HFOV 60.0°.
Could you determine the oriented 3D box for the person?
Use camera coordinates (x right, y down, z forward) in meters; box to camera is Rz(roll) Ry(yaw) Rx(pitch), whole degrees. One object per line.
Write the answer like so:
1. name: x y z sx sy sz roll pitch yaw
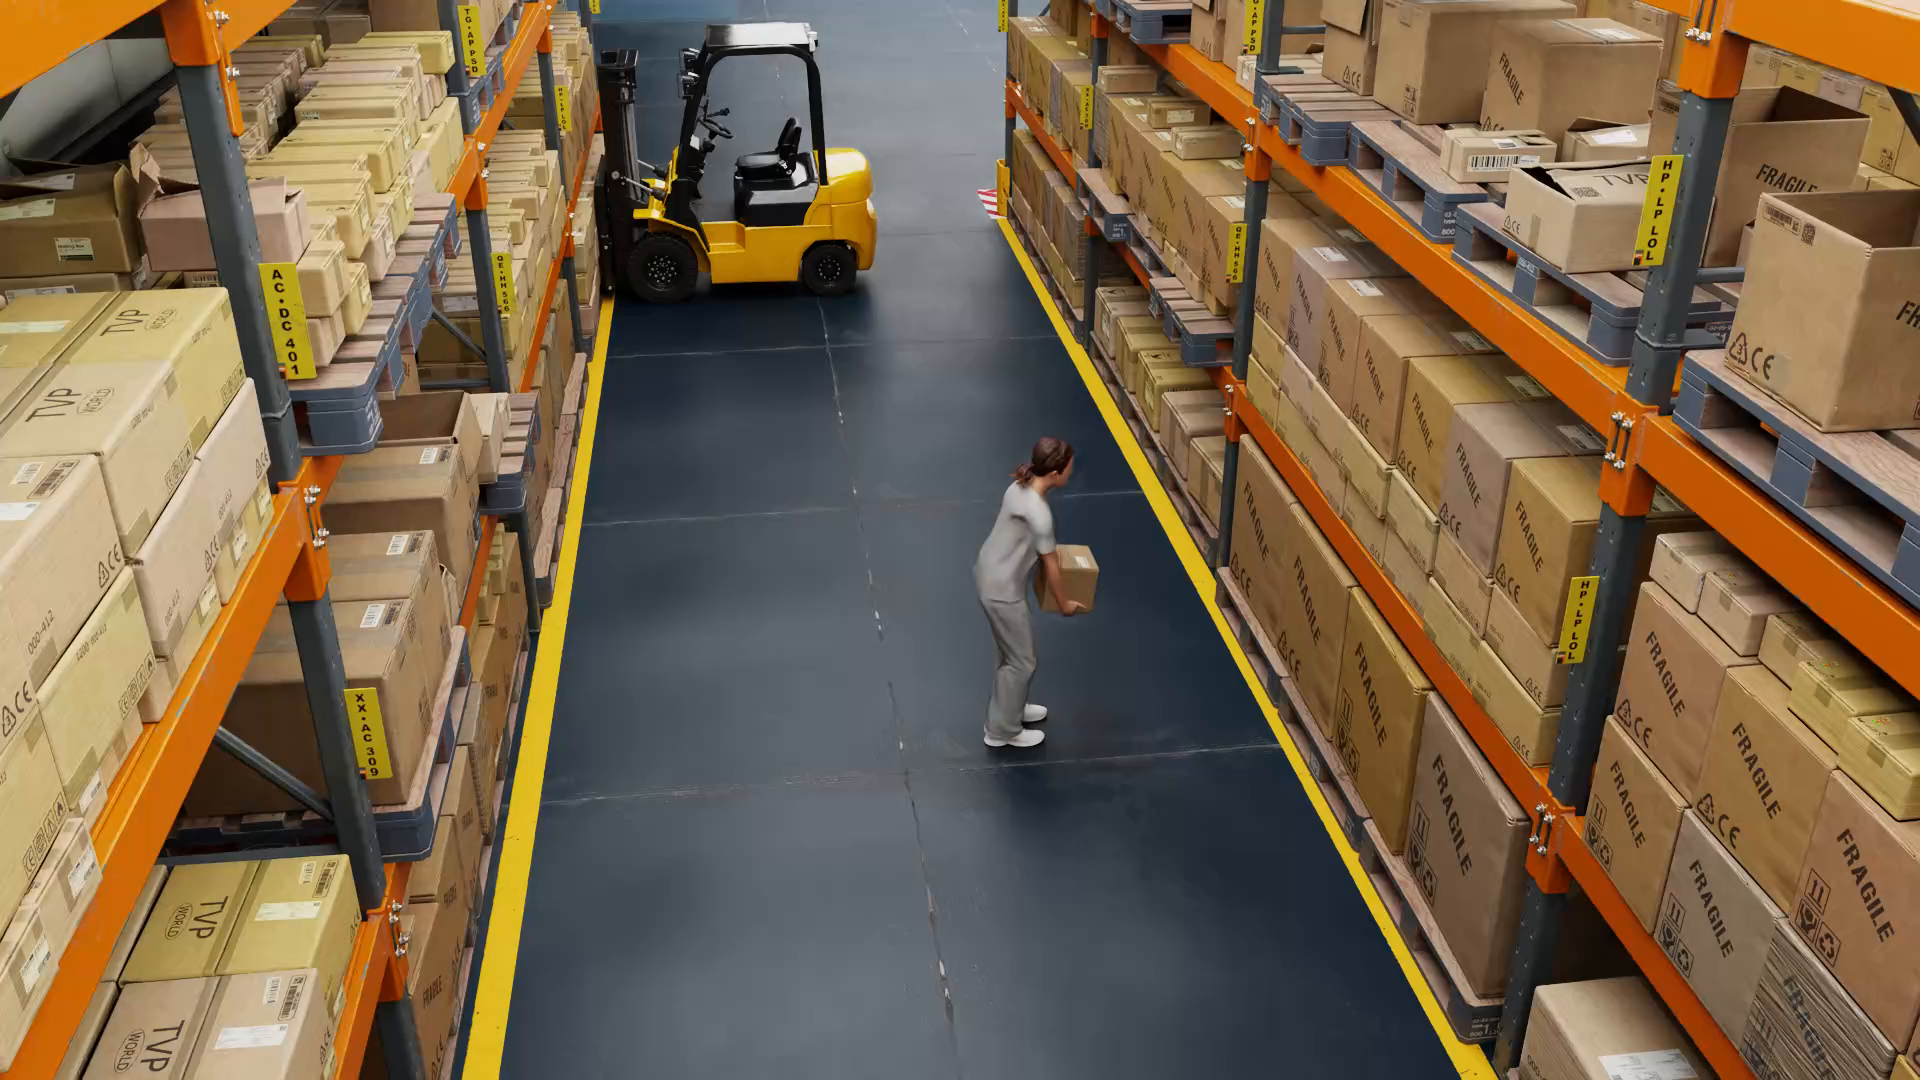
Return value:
1. person: 0.332 0.248 8.201 0.536 1.624 0.405 -4 28 -8
